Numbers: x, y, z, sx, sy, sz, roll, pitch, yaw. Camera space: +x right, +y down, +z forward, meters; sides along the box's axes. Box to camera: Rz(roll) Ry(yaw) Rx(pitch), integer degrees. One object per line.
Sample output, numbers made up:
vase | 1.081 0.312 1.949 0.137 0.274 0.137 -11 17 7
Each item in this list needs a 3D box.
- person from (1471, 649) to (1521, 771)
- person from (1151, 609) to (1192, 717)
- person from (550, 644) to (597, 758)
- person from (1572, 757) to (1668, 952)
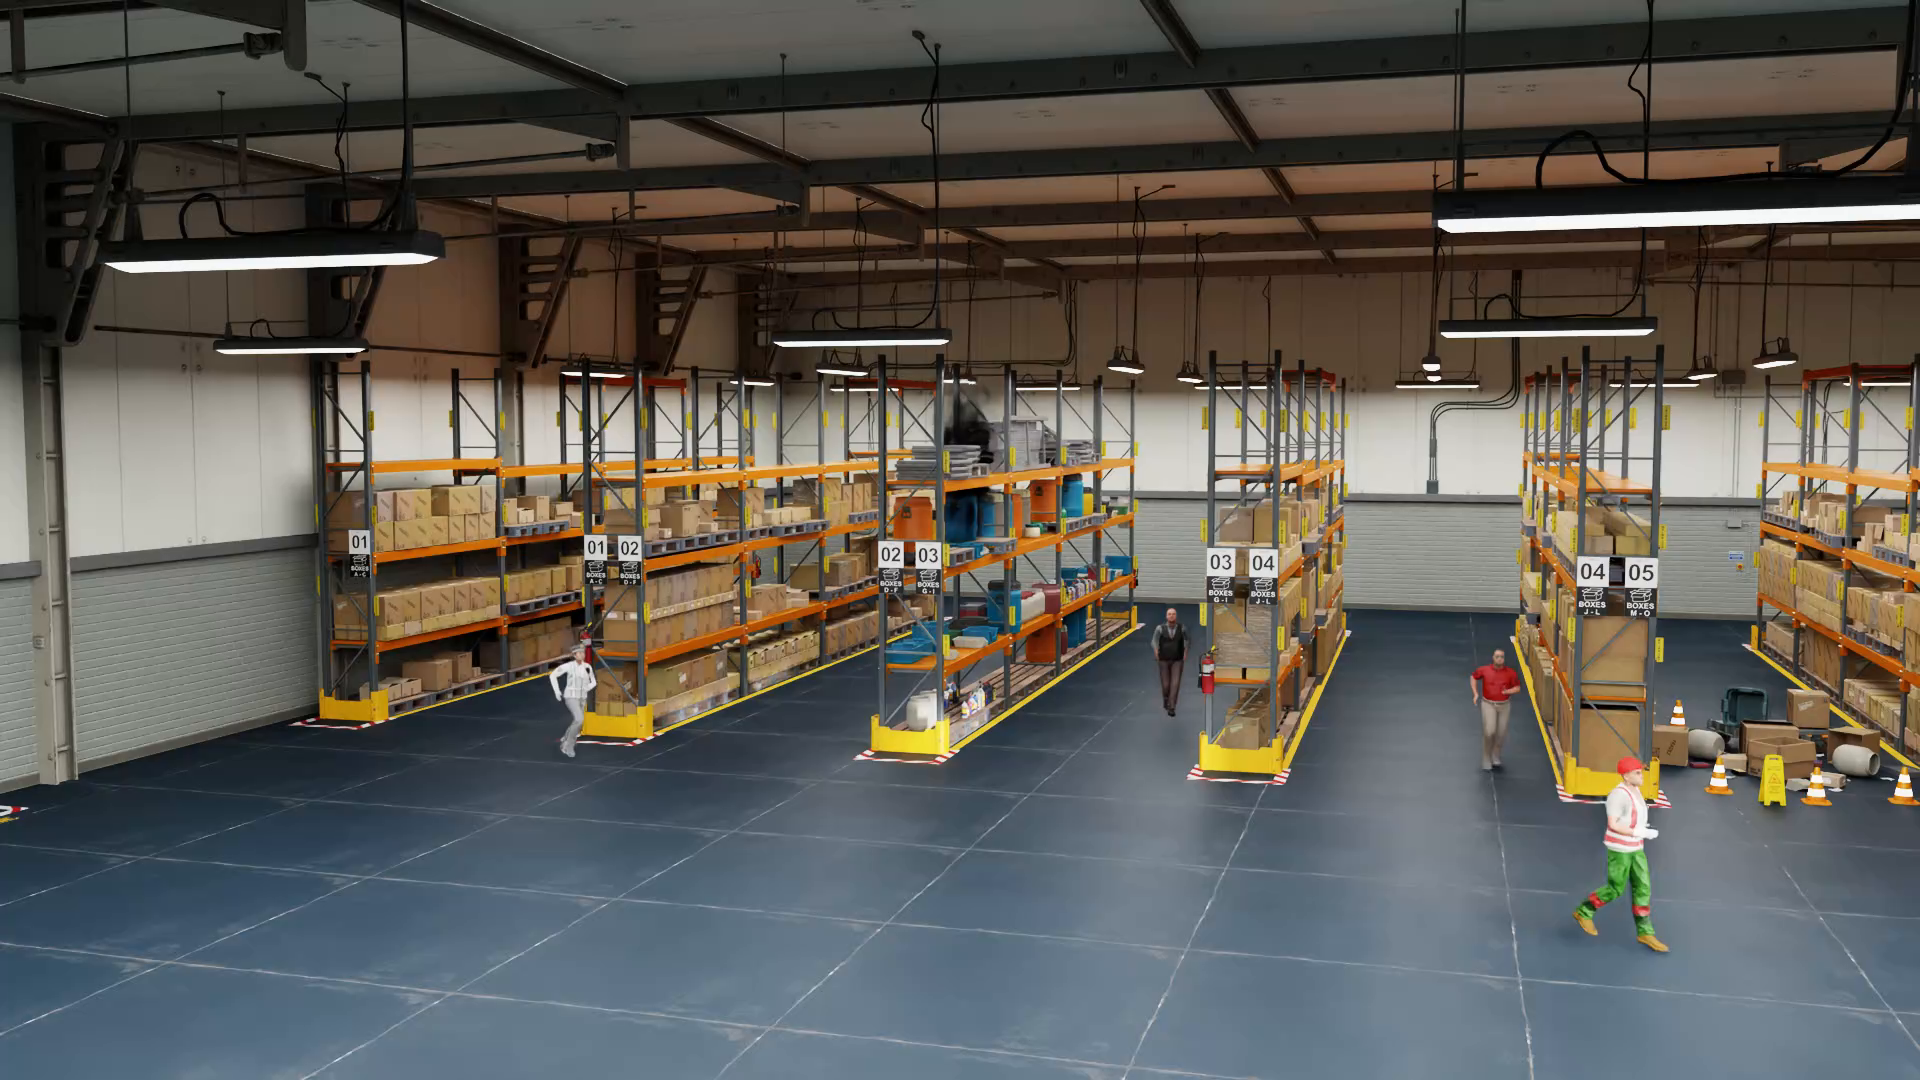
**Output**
person | 7.710 2.445 23.891 0.646 1.757 0.677 0 4 6
person | 3.410 1.960 26.822 0.663 1.709 0.679 0 4 6
person | -5.743 2.392 24.909 0.628 1.677 0.604 3 5 39
person | 6.343 2.964 15.906 0.883 1.807 0.682 4 6 45
